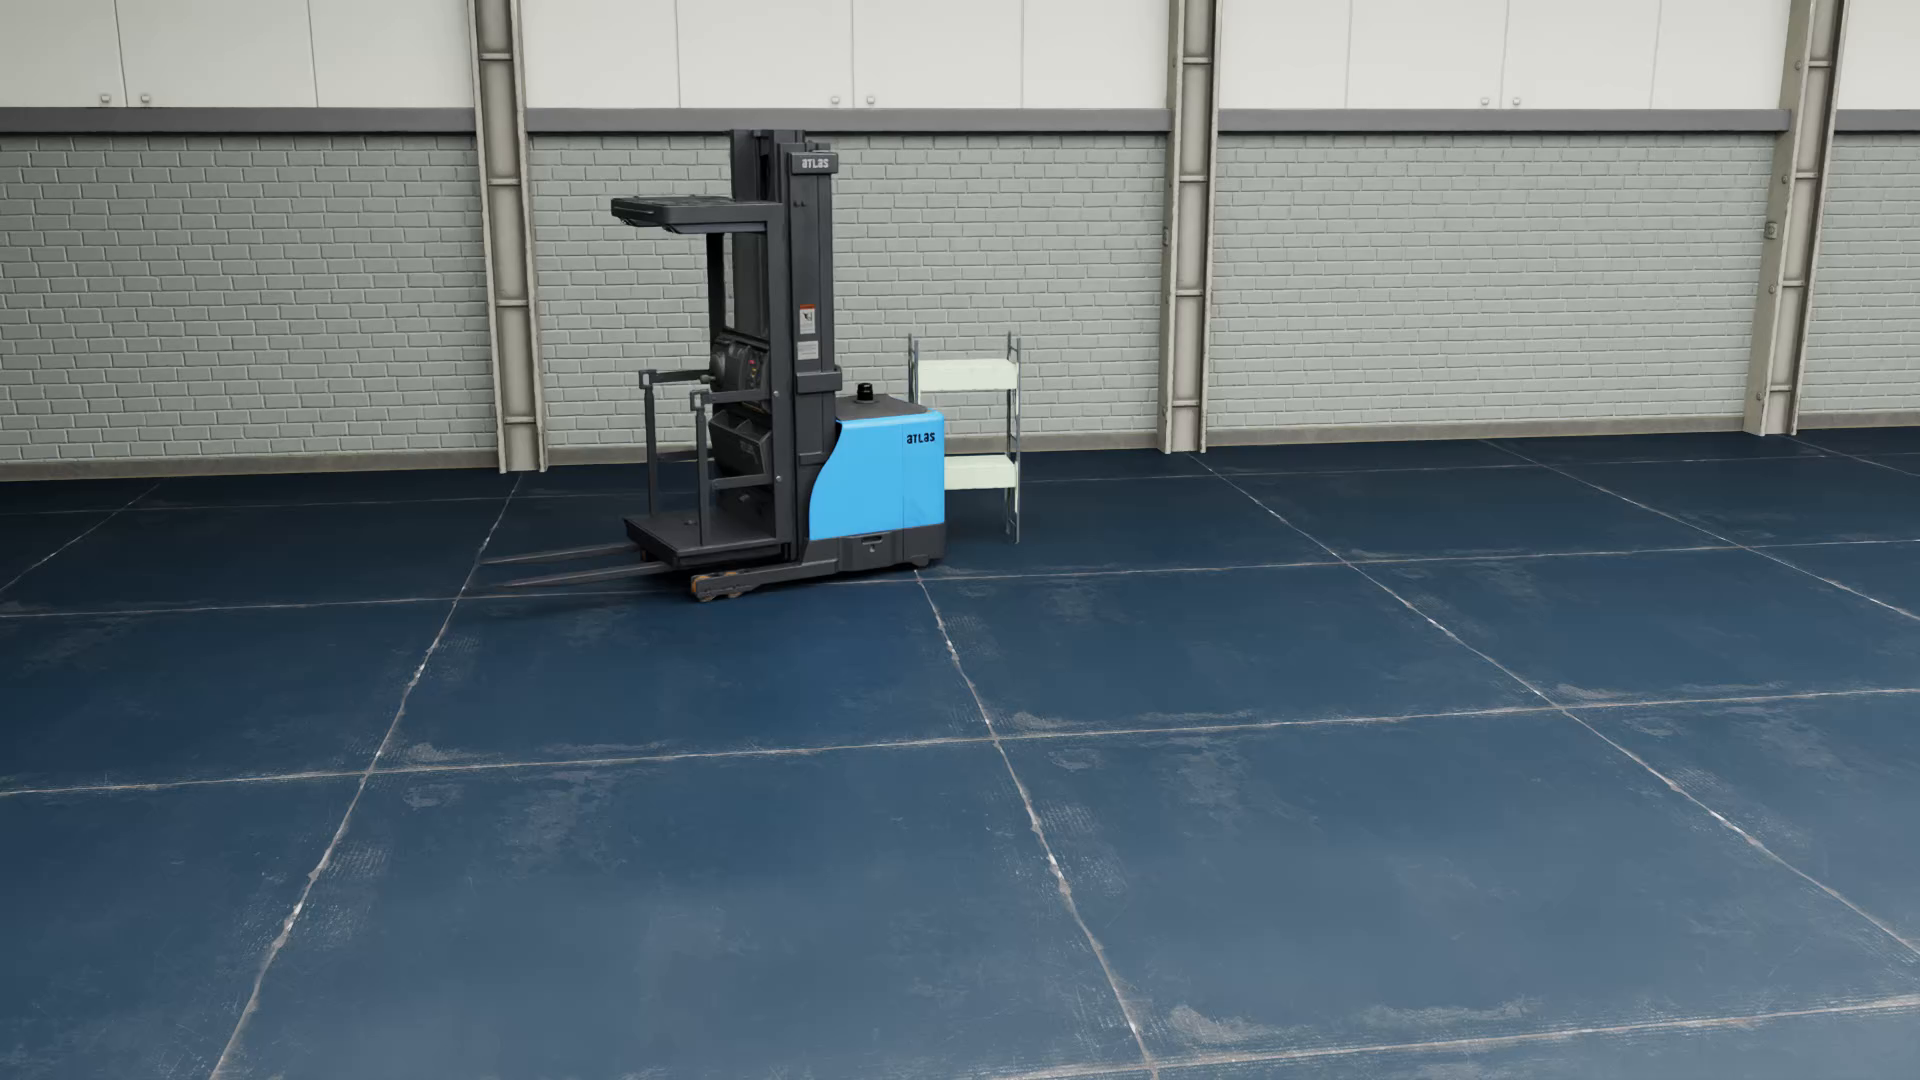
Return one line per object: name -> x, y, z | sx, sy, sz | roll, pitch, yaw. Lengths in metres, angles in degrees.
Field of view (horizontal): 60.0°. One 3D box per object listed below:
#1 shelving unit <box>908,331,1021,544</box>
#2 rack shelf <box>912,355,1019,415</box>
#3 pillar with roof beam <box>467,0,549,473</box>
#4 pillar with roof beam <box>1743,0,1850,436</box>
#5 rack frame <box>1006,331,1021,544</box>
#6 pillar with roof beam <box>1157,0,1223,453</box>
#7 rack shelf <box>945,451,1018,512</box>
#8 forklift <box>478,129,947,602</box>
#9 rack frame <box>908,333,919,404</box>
shelving unit -> 0.027, -0.732, 12.059 | 0.755, 1.500, 0.431 | -2, 14, -9
rack shelf -> 0.027, -1.111, 11.964 | 0.720, 0.370, 0.431 | -2, 14, -9
pillar with roof beam -> -3.218, -3.959, 9.507 | 0.400, 9.000, 9.100 | -2, 14, -8
pillar with roof beam -> 8.648, -4.393, 11.241 | 0.400, 9.000, 9.100 | -2, 14, -8
rack frame -> 0.388, -0.747, 12.116 | 0.023, 1.500, 0.400 | -2, 14, -9
pillar with roof beam -> 2.715, -4.176, 10.374 | 0.400, 9.000, 9.100 | -2, 14, -8
rack shelf -> 0.027, -0.416, 12.139 | 0.720, 0.370, 0.431 | -2, 14, -9
forklift -> -1.631, -1.174, 10.877 | 3.031, 2.935, 1.130 | -8, 16, -28
rack frame -> -0.334, -0.718, 12.003 | 0.023, 1.500, 0.400 | -2, 14, -9
